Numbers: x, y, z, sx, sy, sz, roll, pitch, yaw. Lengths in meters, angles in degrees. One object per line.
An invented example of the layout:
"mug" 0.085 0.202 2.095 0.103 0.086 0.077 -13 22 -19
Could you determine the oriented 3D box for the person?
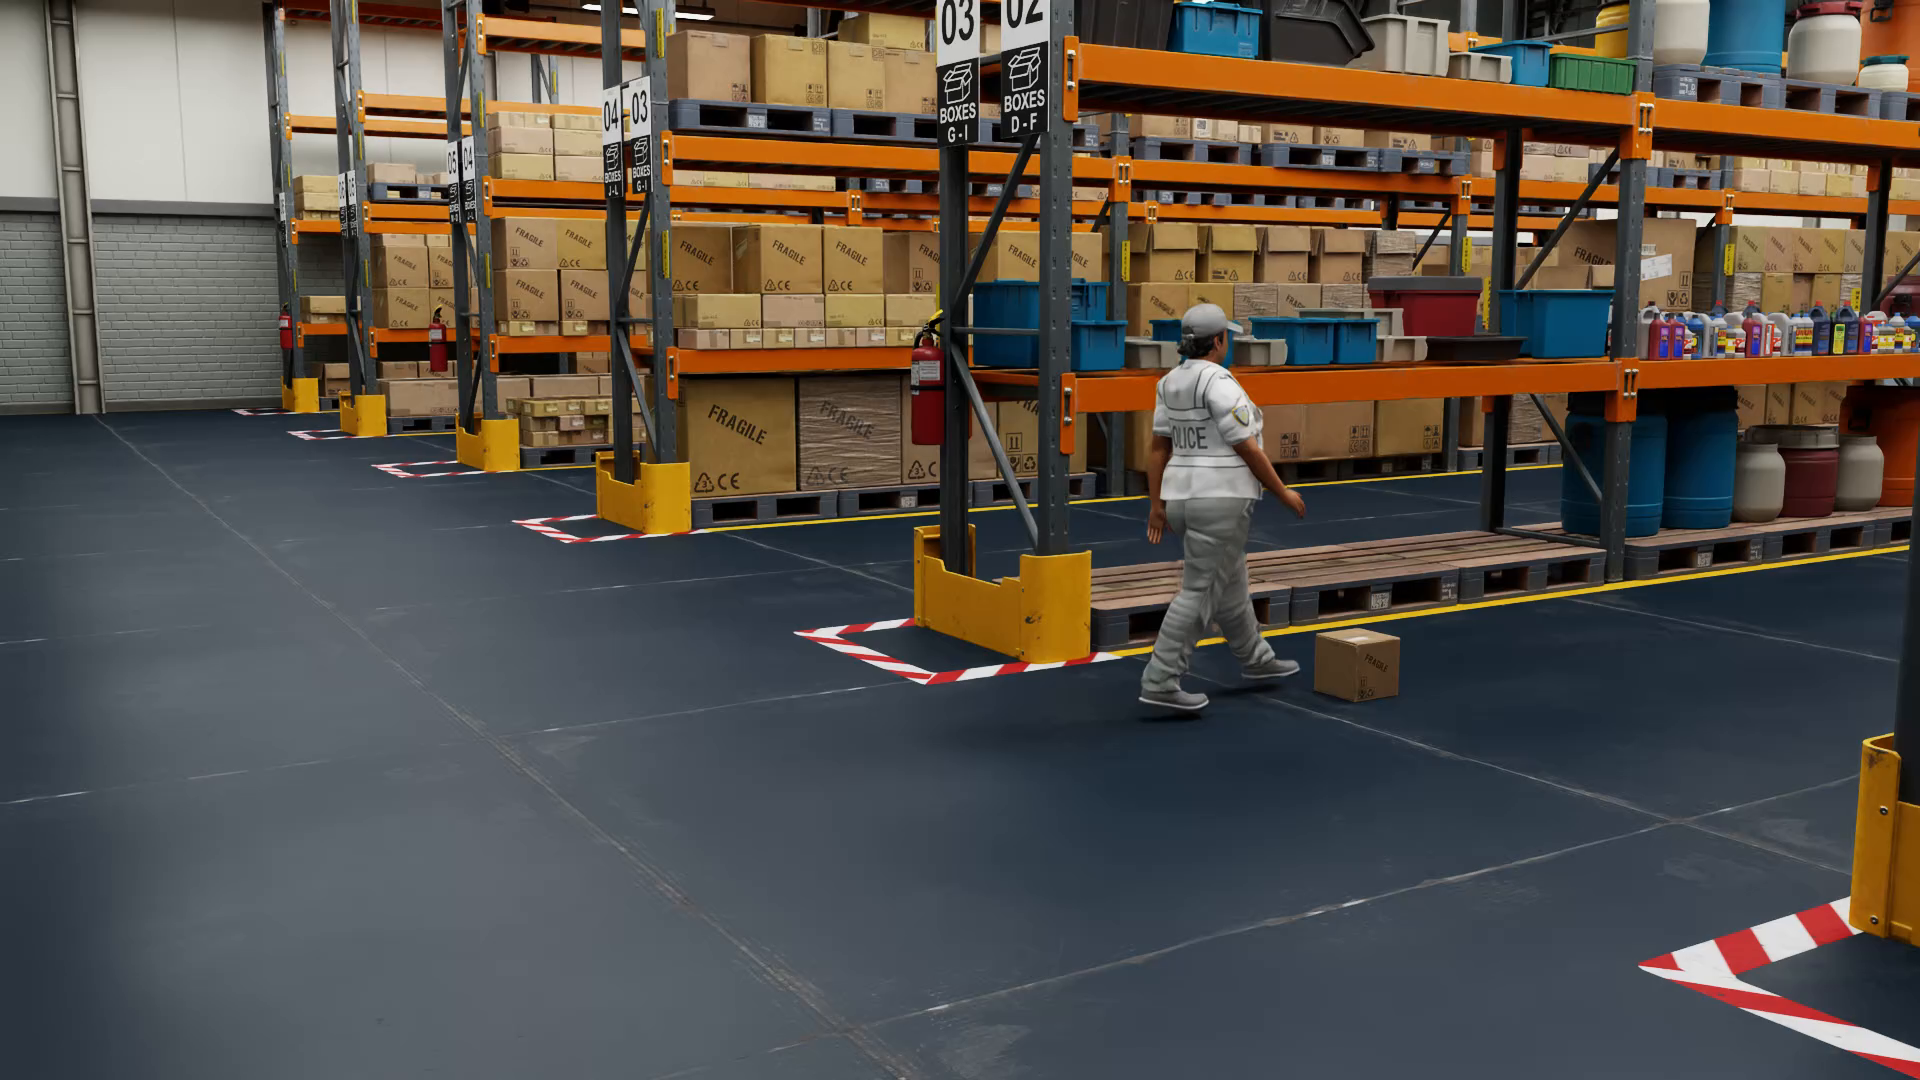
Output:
"person" 1.112 -0.149 6.776 0.928 1.616 0.519 -3 9 -21
